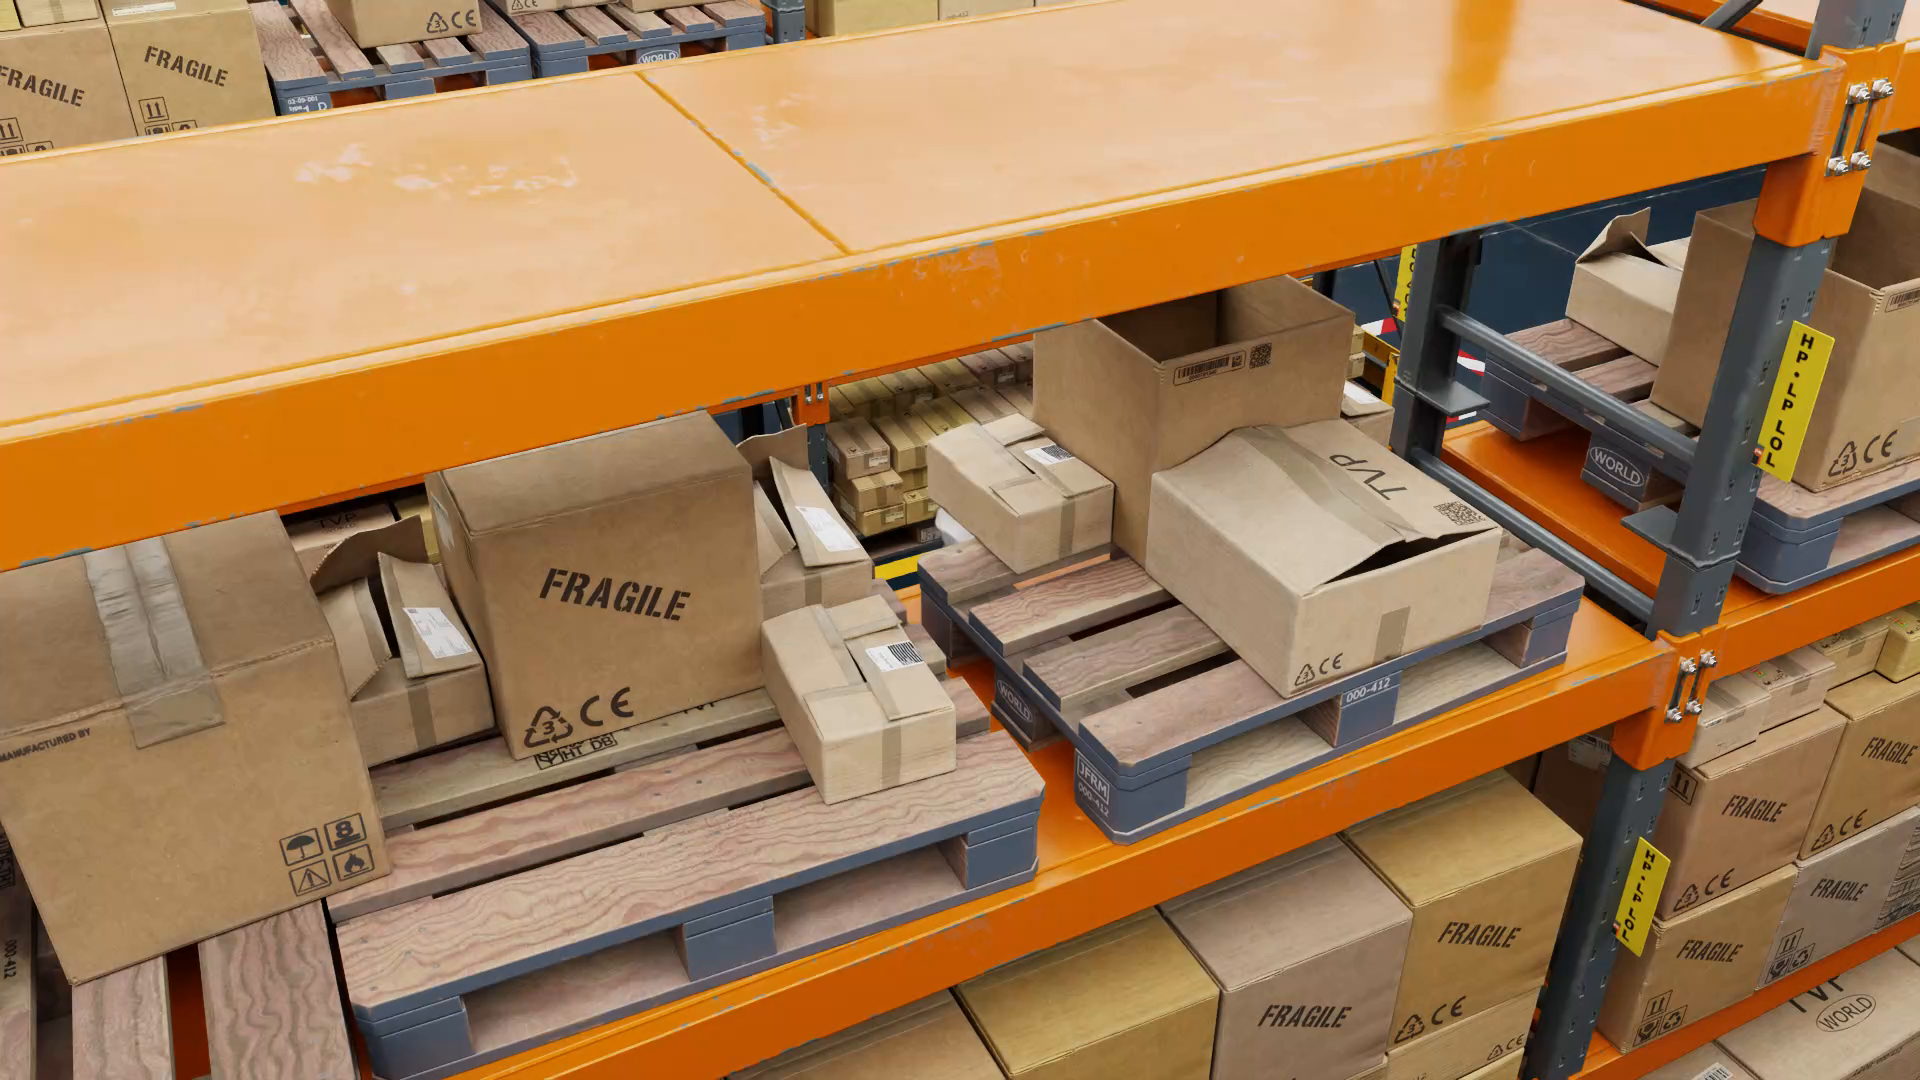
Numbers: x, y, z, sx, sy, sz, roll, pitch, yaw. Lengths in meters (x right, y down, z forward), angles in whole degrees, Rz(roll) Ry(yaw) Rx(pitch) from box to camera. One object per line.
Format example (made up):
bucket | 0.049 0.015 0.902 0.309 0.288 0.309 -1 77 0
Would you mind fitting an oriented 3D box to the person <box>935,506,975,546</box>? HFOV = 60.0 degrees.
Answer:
person | 0.346 0.052 8.154 1.042 1.076 0.514 -27 42 -35
